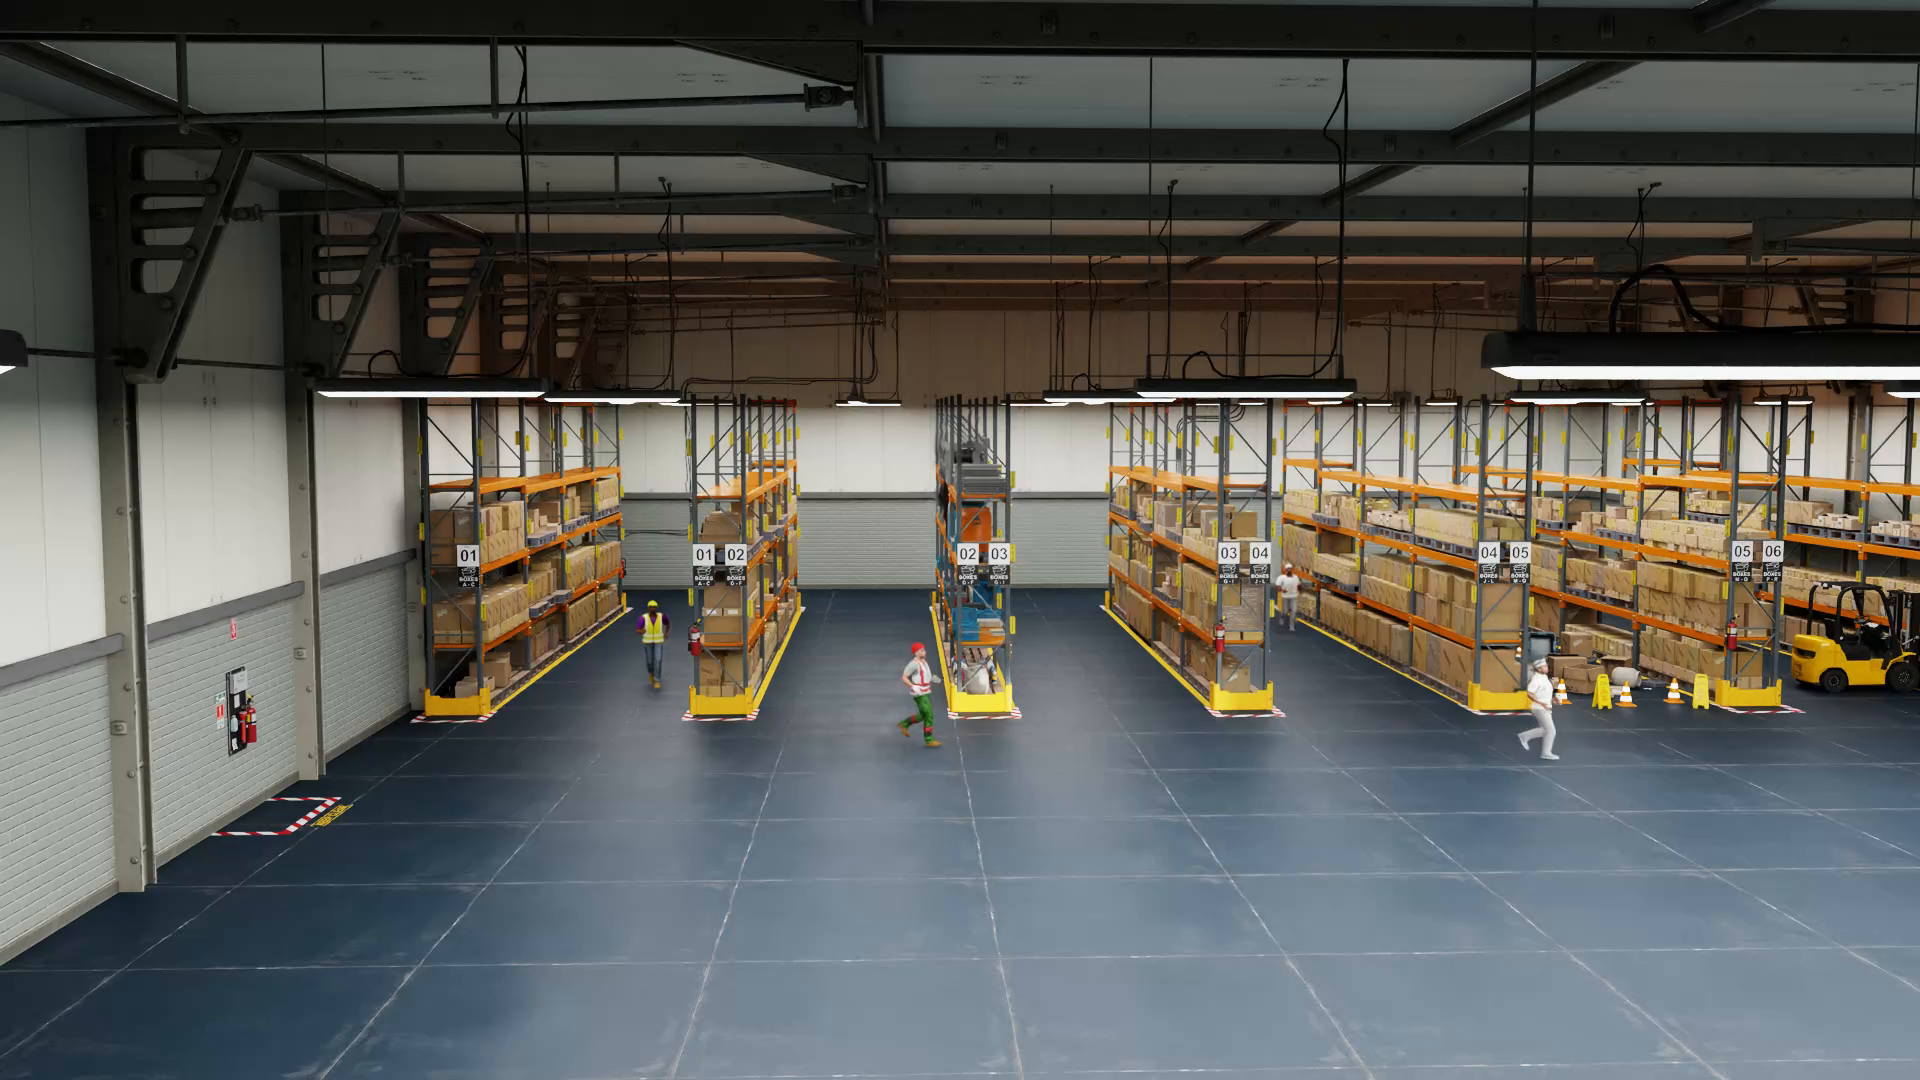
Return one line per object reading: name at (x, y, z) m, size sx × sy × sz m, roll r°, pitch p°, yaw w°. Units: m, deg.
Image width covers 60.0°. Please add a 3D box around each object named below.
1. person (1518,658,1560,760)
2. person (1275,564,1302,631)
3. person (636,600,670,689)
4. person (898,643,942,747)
person at (9.488, 2.748, 27.266) m, size 0.701 × 1.654 × 0.580 m, roll 3°, pitch 6°, yaw 35°
person at (8.512, 1.476, 43.016) m, size 0.712 × 1.733 × 0.795 m, roll -1°, pitch 5°, yaw -7°
person at (-6.320, 2.124, 34.183) m, size 0.679 × 1.771 × 0.962 m, roll -1°, pitch 5°, yaw -11°
person at (-0.697, 2.620, 28.274) m, size 0.868 × 1.760 × 0.668 m, roll 2°, pitch 5°, yaw 22°
